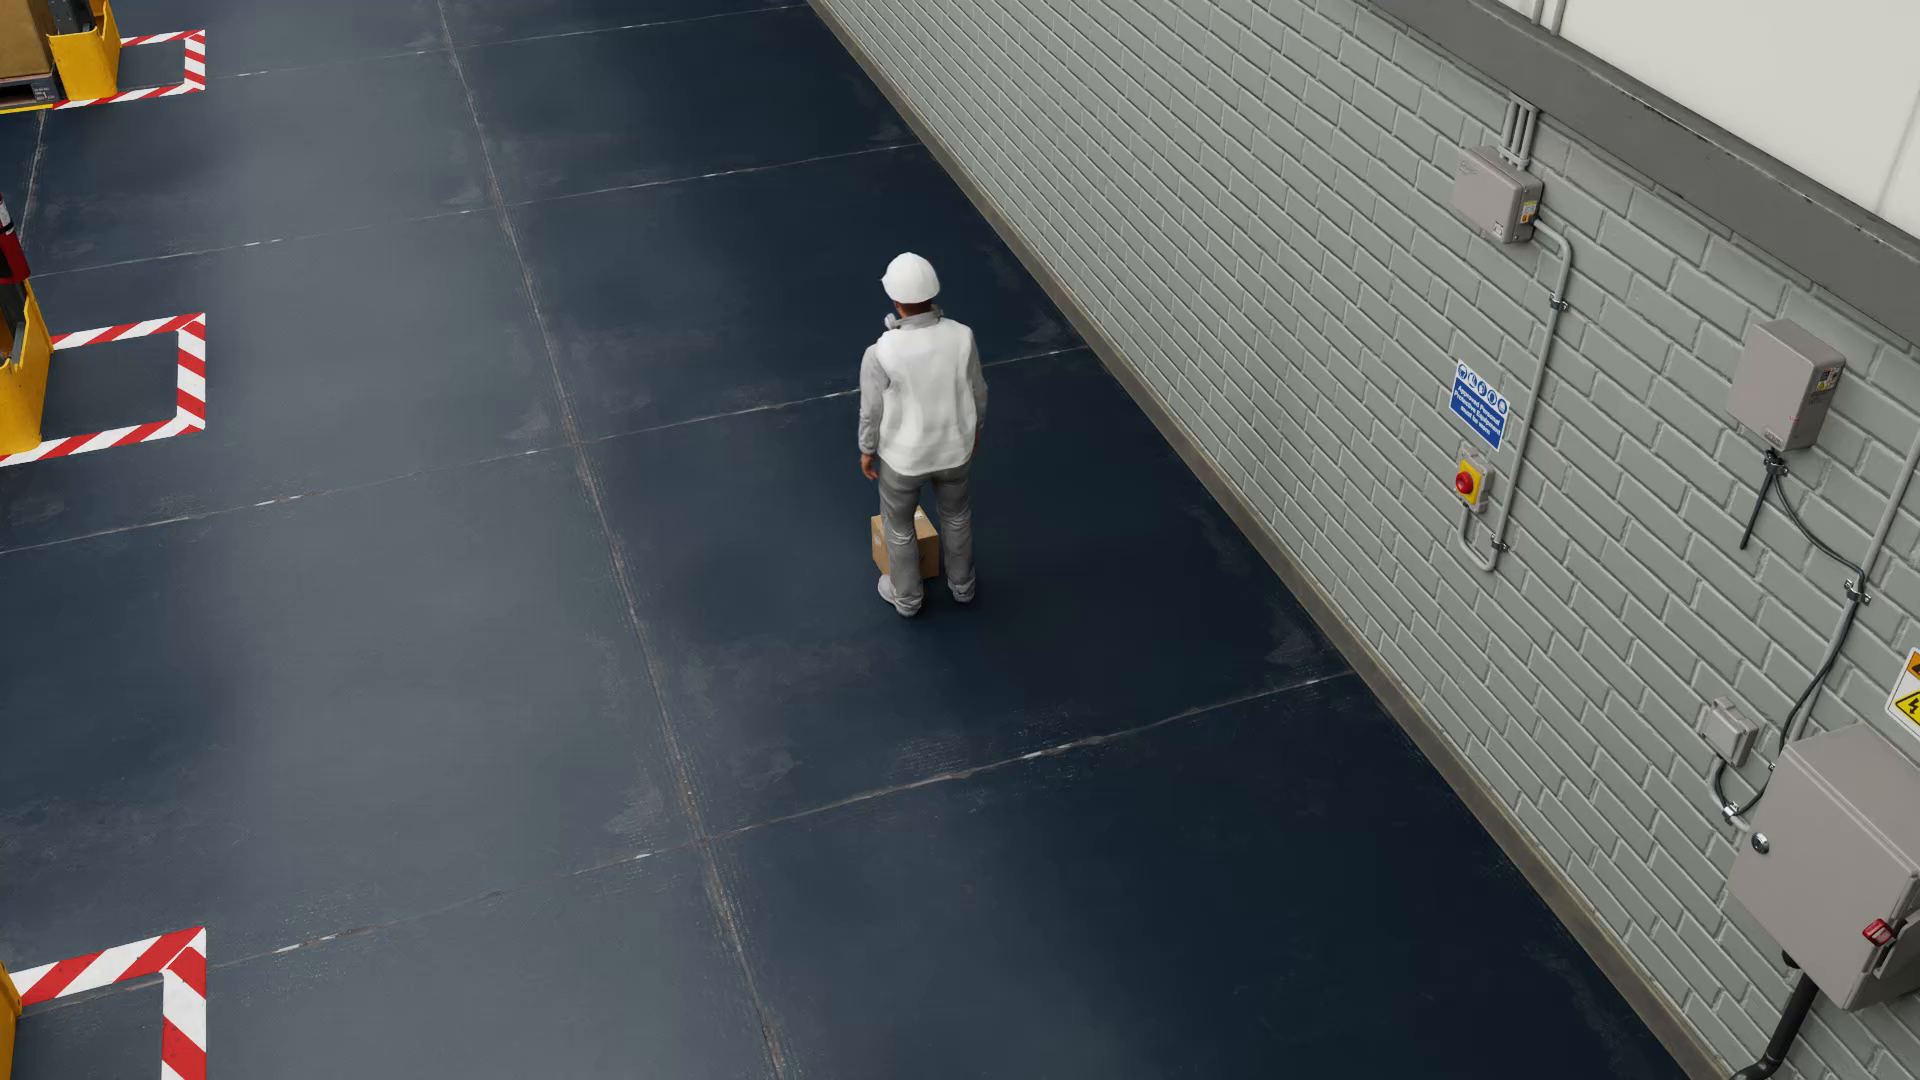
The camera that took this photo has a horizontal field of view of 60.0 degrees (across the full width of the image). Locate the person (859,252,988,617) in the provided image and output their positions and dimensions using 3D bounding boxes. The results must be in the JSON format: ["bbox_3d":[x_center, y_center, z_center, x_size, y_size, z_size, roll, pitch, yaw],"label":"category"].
[{"bbox_3d":[-0.164,-0.430,7.324,0.580,1.771,0.463,-13,39,-16],"label":"person"}]
